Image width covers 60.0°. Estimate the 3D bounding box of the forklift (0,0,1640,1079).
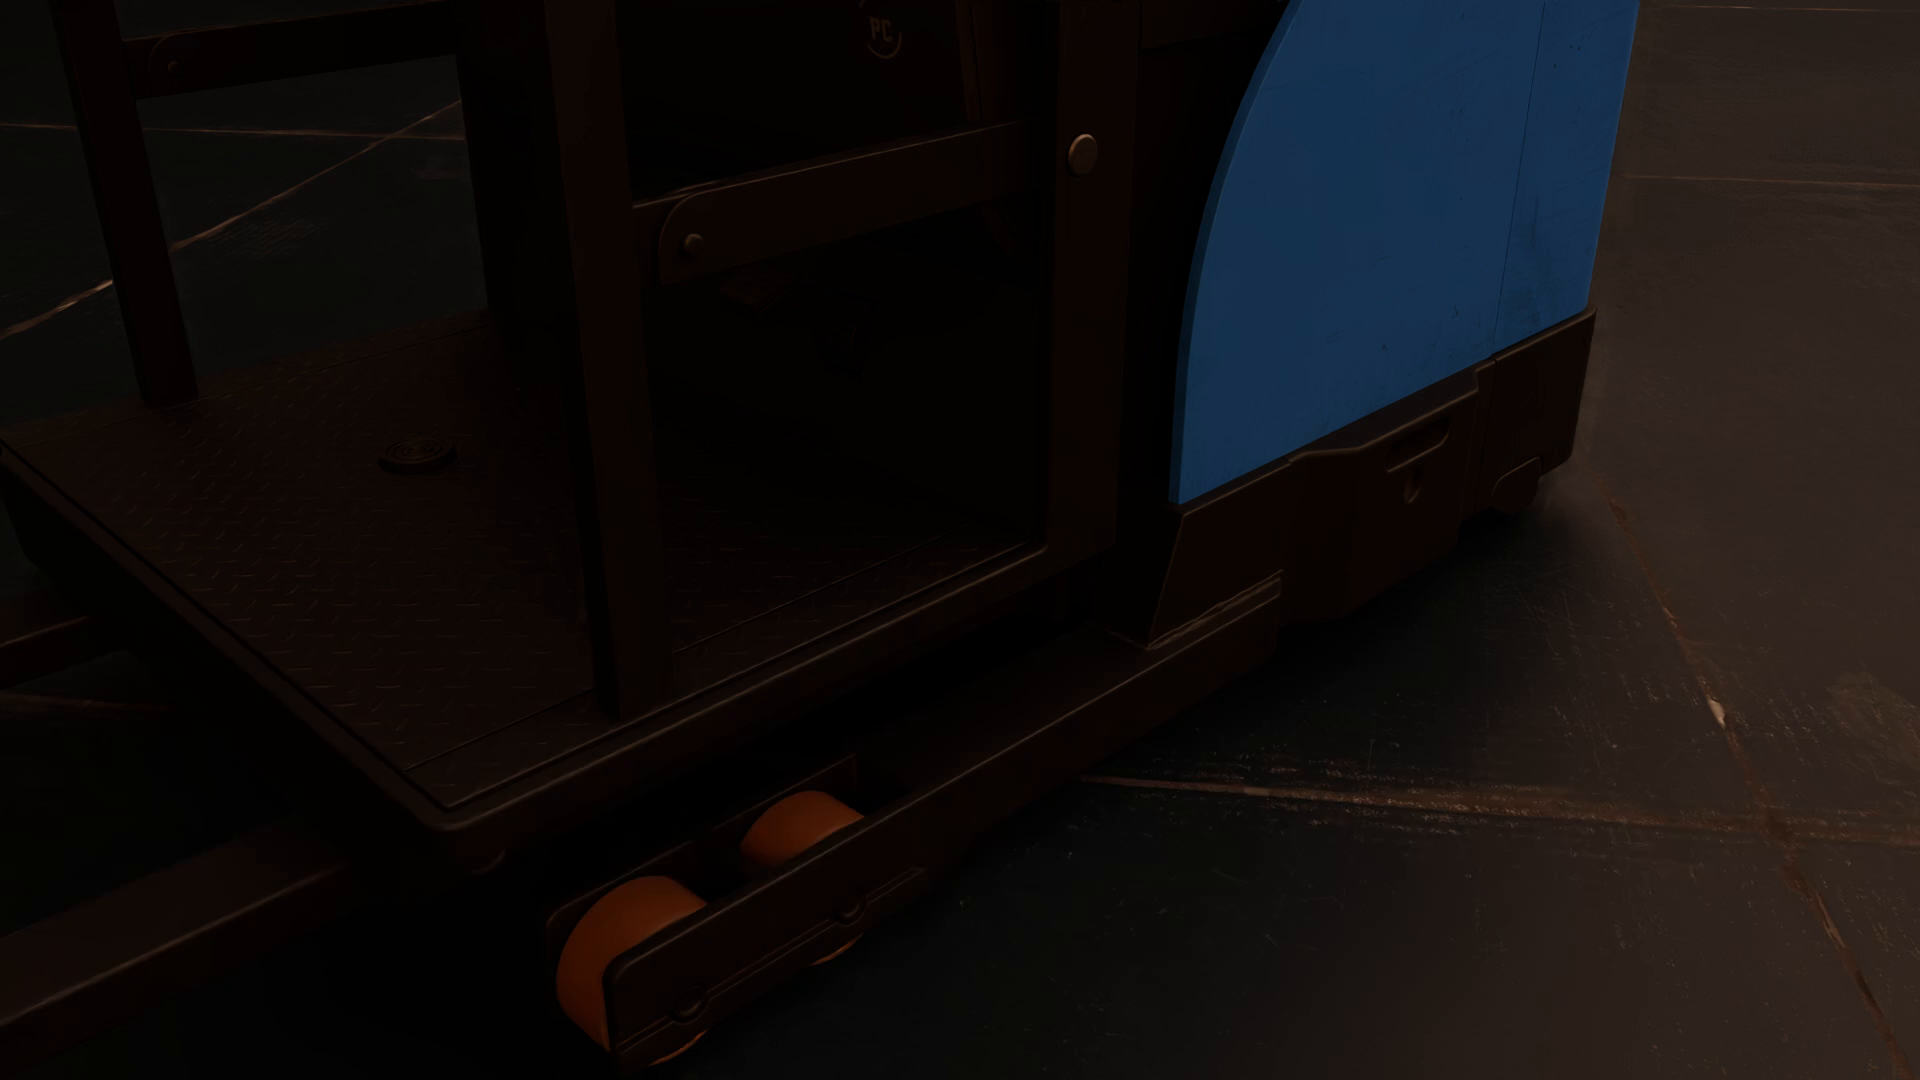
[{"bbox_3d":[-0.435,-1.091,1.403,3.031,2.935,1.130,-24,35,-39],"label":"forklift"}]
